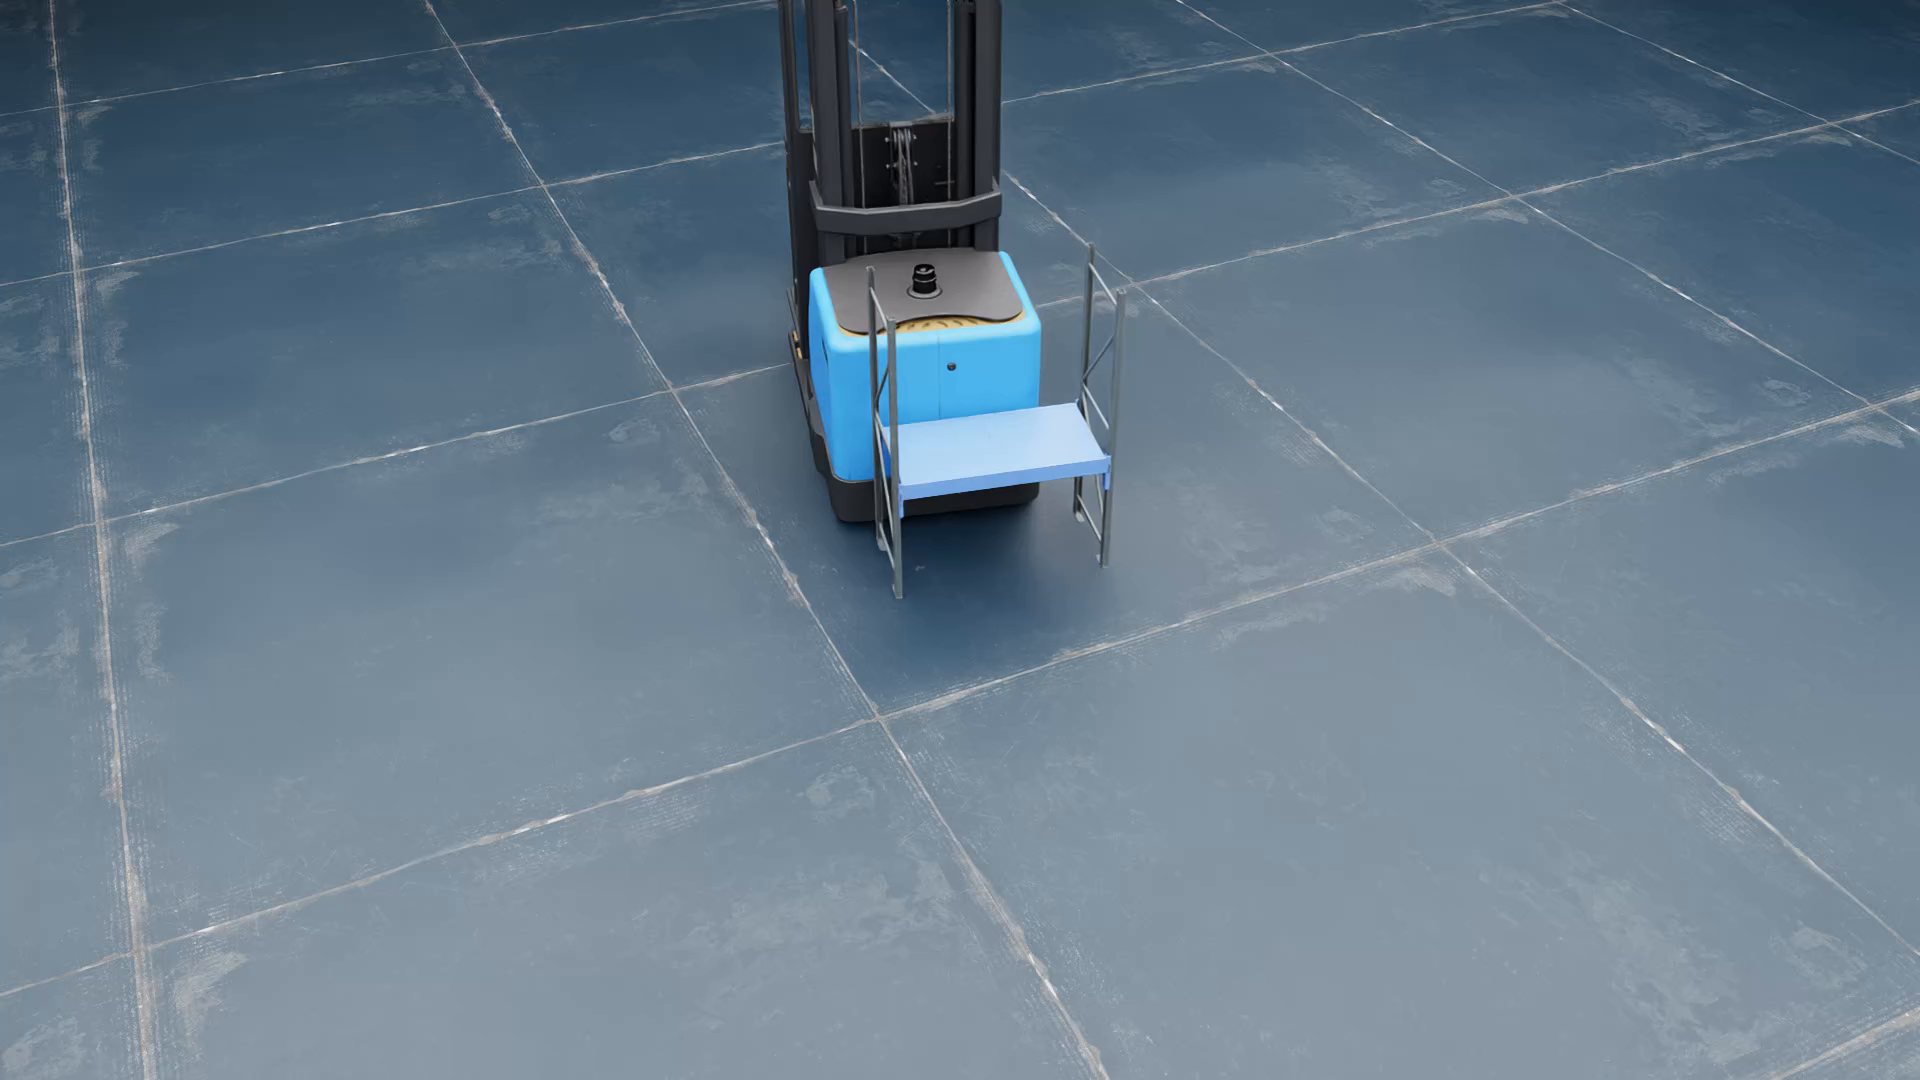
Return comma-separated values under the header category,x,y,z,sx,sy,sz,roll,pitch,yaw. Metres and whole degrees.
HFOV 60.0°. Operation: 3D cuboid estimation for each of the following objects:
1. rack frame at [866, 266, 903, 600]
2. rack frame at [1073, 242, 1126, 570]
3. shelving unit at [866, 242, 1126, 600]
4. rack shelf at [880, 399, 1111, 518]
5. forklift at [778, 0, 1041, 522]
category,x,y,z,sx,sy,sz,roll,pitch,yaw
rack frame,-0.343,-0.465,7.618,0.032,1.500,0.500,-8,37,-11
rack frame,0.646,-0.606,7.808,0.032,1.500,0.500,-8,37,-11
shelving unit,0.151,-0.536,7.713,1.048,1.500,0.538,-8,37,-11
rack shelf,0.151,-0.391,7.820,1.000,0.185,0.538,-8,37,-11
forklift,-0.383,-2.142,8.678,1.130,2.935,3.031,-7,37,-9
